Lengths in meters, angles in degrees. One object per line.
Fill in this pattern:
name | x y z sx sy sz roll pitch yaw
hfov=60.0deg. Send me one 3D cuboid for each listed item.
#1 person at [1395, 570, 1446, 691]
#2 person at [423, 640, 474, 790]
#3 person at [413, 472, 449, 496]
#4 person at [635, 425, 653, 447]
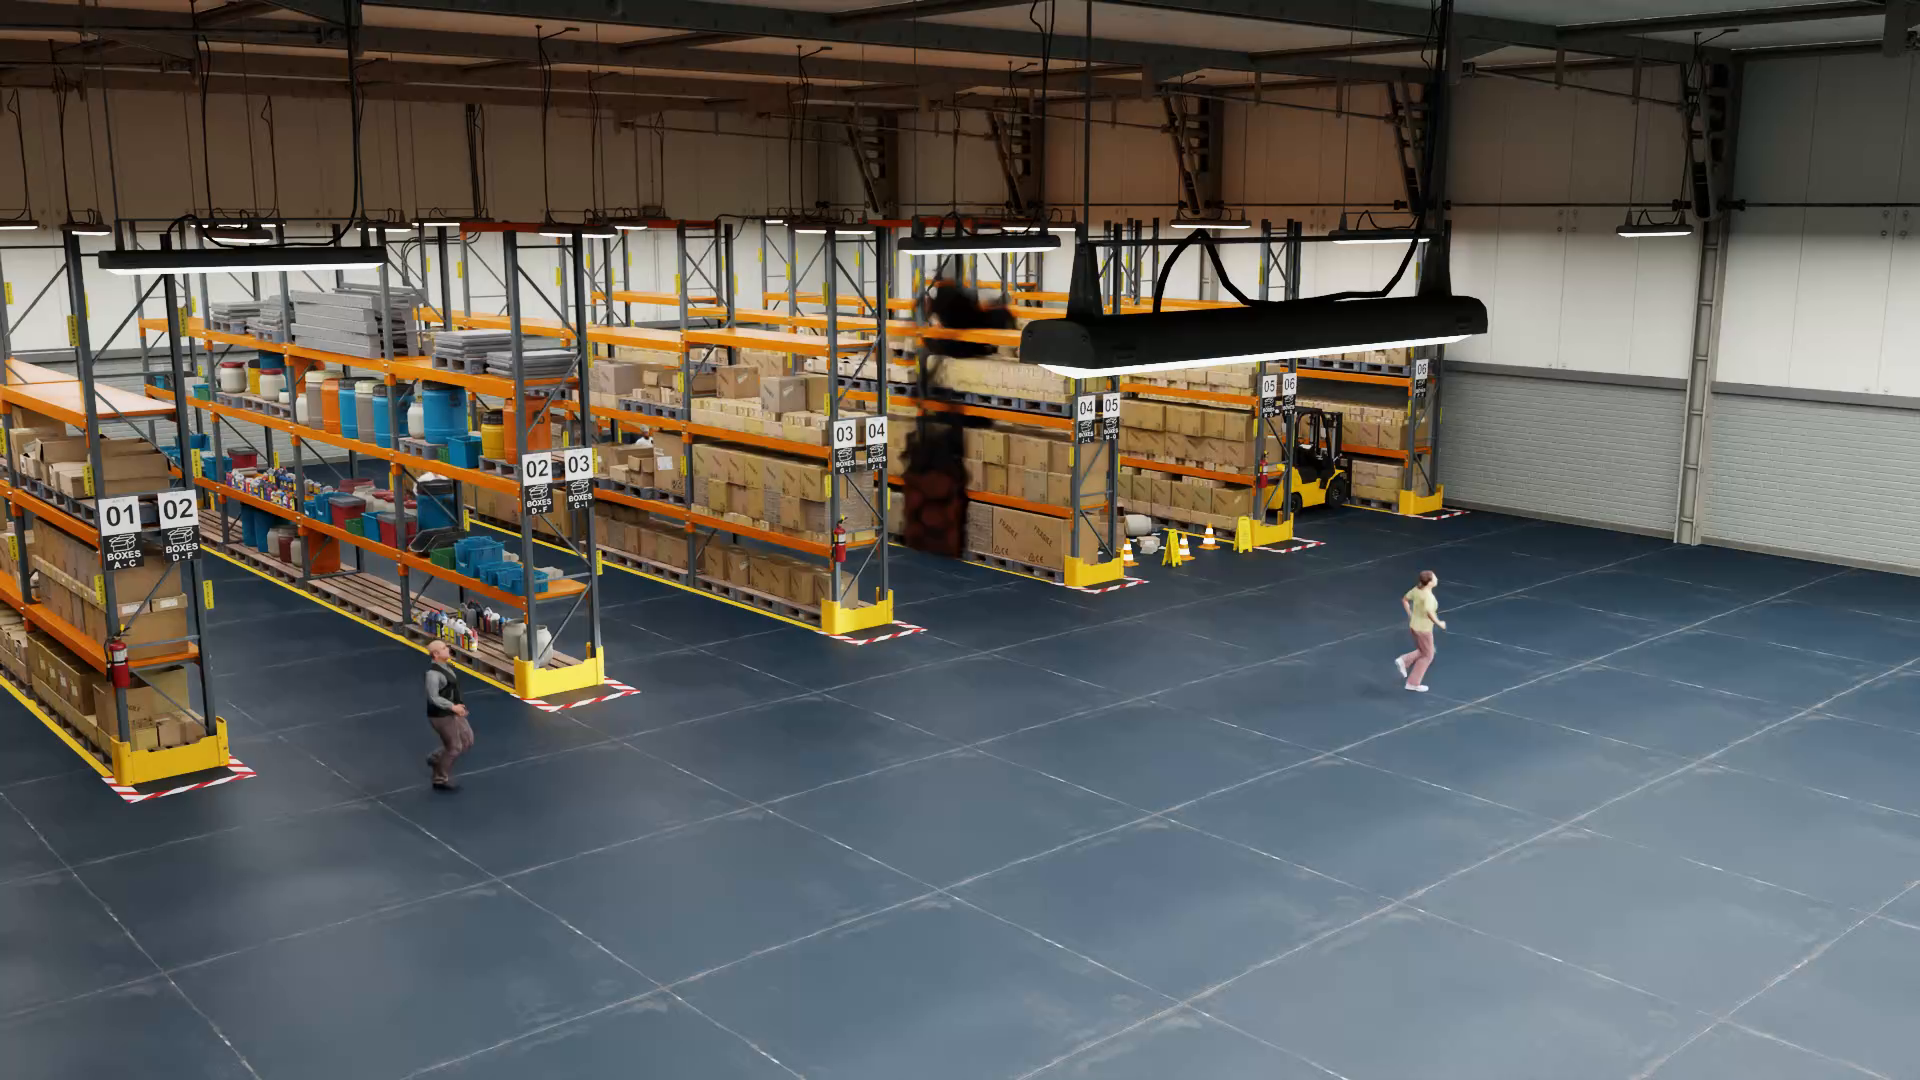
person | 6.068 1.185 21.929 0.613 1.632 0.597 -2 12 -10
person | -5.627 1.904 18.220 0.518 1.685 0.669 -2 12 -8
person | -9.607 -0.613 30.487 0.903 1.745 0.720 9 14 37
person | -6.704 -1.630 35.733 0.574 1.703 0.773 -8 14 -34
